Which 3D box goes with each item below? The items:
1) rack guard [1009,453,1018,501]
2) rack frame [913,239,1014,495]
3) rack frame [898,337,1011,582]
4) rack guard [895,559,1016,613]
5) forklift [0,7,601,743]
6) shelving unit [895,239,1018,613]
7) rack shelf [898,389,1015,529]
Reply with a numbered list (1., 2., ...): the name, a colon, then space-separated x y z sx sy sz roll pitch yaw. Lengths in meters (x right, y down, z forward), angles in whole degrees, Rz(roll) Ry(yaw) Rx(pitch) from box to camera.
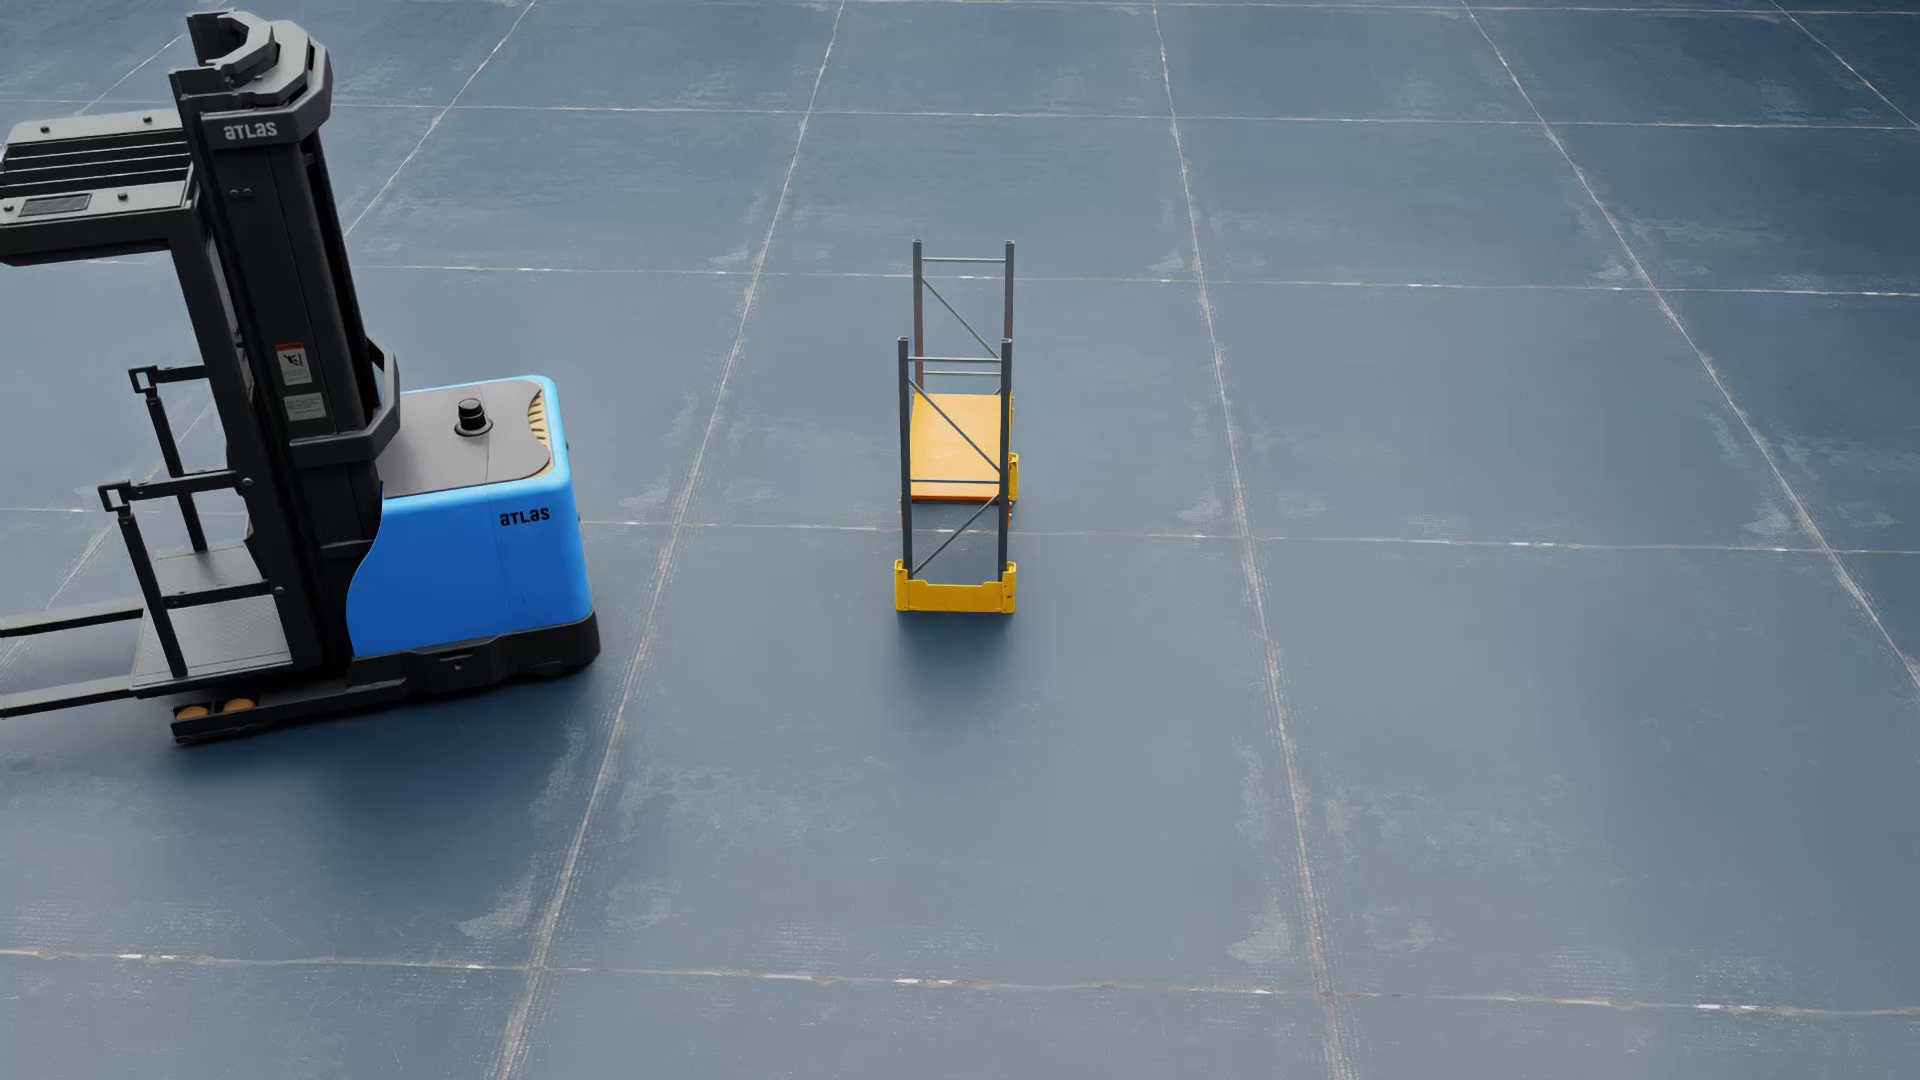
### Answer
1. rack guard: 0.017 -0.345 8.969 0.587 0.250 0.087 1 35 2
2. rack frame: 0.017 -0.857 8.610 0.500 1.500 0.032 1 35 2
3. rack frame: -0.024 -0.273 7.779 0.500 1.500 0.032 1 35 2
4. rack guard: -0.023 0.228 8.154 0.587 0.250 0.087 1 35 2
5. forklift: -3.268 -0.632 7.046 3.031 2.935 1.130 -9 36 -13
6. shelving unit: -0.003 -0.570 8.202 0.587 1.500 1.083 1 35 2
7. rack shelf: -0.003 -0.417 8.298 0.538 0.185 1.000 1 35 2
